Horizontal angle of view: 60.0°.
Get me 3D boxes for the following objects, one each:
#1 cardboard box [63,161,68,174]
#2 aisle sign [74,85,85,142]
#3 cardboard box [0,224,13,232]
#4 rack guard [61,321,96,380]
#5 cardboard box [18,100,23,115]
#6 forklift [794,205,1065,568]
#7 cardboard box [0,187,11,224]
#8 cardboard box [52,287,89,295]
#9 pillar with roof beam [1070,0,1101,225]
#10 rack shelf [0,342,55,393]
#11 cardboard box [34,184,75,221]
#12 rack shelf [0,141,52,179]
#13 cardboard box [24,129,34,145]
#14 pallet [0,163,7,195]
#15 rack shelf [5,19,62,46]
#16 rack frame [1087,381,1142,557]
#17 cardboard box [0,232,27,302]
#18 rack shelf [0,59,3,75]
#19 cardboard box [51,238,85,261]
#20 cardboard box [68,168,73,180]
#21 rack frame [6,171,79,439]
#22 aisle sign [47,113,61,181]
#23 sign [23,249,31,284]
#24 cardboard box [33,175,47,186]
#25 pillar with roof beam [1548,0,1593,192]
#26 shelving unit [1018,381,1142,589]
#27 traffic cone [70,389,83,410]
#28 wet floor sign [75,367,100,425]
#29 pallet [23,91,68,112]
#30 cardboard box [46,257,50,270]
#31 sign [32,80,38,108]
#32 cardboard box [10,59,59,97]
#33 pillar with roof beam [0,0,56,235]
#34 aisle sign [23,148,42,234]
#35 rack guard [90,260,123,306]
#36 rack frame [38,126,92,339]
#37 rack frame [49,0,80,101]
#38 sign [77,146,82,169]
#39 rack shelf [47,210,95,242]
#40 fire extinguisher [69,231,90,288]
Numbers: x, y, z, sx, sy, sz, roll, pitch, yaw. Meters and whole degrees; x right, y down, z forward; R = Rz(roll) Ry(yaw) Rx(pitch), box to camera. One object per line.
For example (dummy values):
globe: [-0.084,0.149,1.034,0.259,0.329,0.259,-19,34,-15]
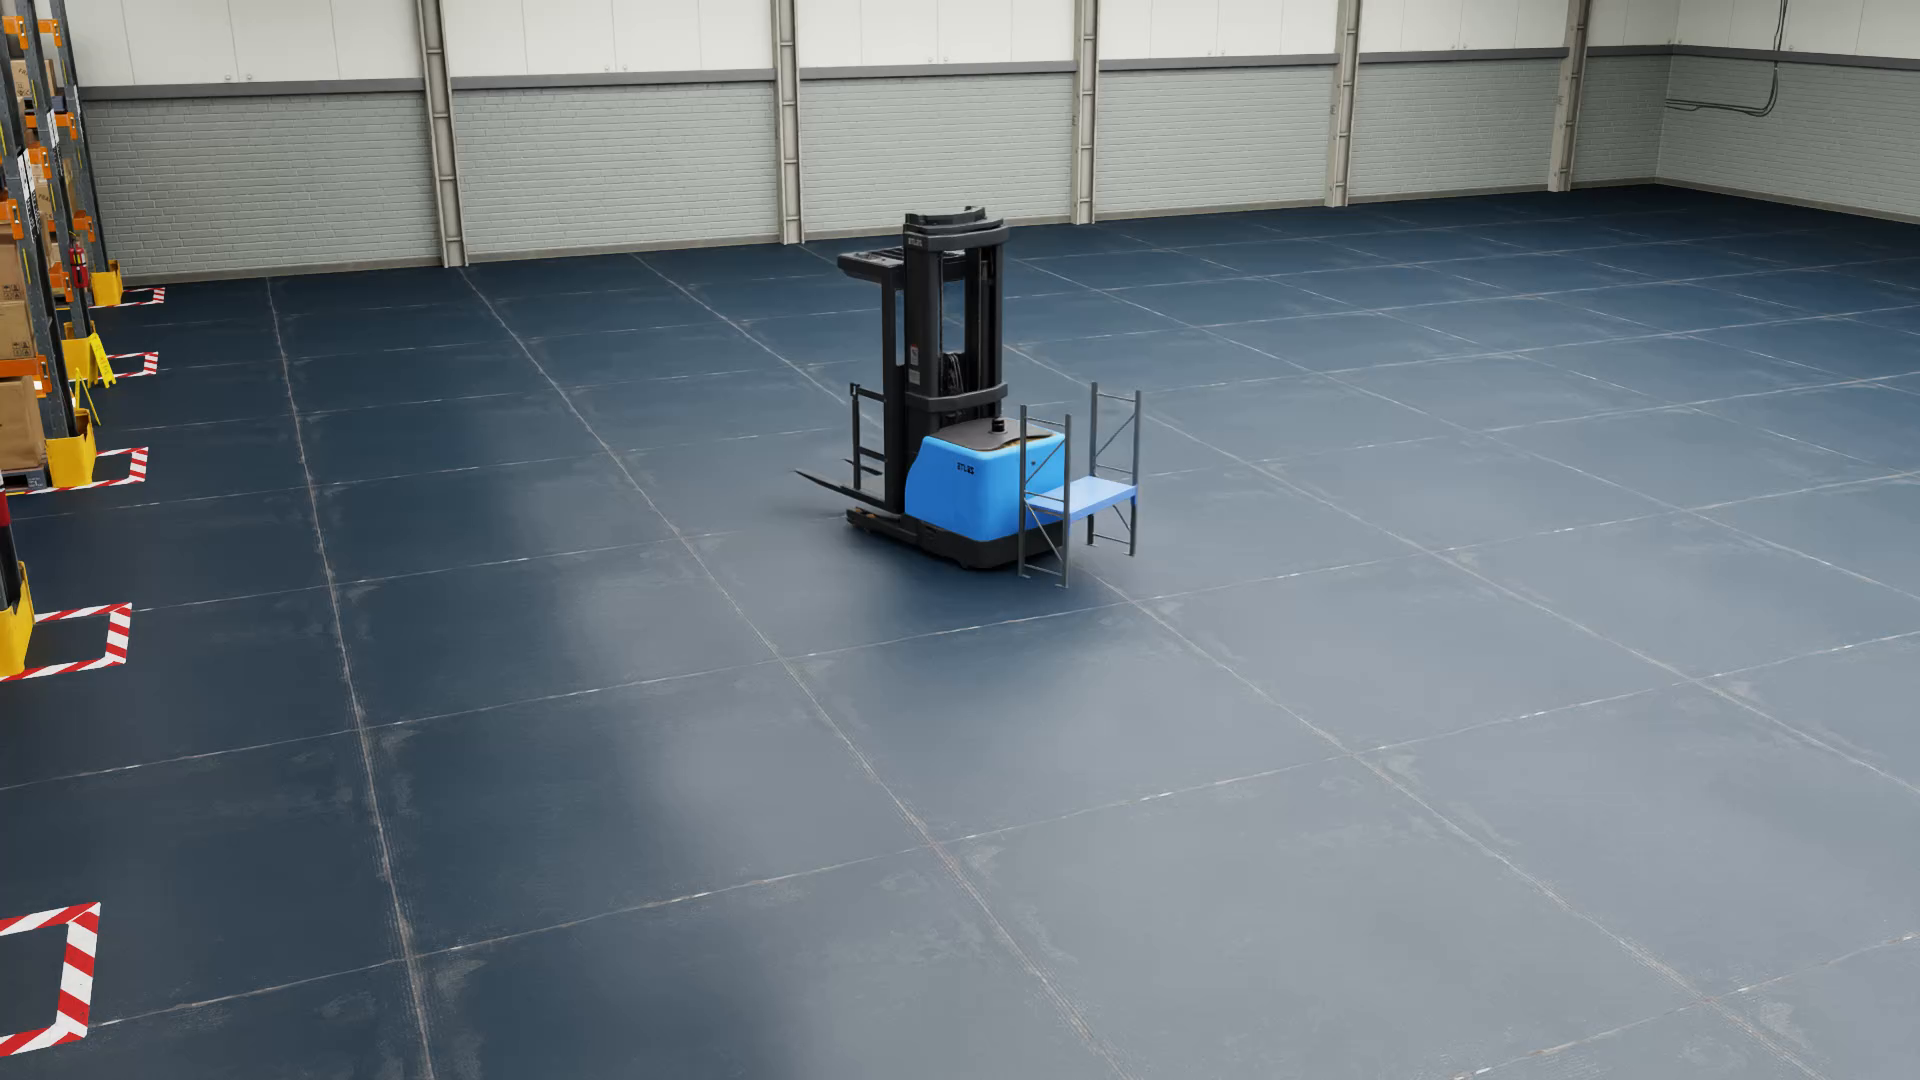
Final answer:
cardboard box: [-13.364,-5.509,24.611,0.250,0.149,0.380,-8,21,-22]
aisle sign: [-12.941,-6.273,24.439,0.004,0.787,0.394,-8,21,-22]
cardboard box: [-11.538,-3.646,20.296,0.500,0.500,0.500,-9,21,-23]
rack guard: [-11.218,-2.425,21.190,0.348,0.500,1.175,-8,21,-22]
cardboard box: [-11.342,-5.152,19.832,0.250,0.149,0.380,-8,21,-21]
forklift: [-0.395,-1.553,15.054,1.130,2.935,3.031,-16,25,-38]
cardboard box: [-11.531,-4.140,20.191,0.500,0.500,0.700,-9,21,-23]
cardboard box: [-13.424,-3.870,25.039,0.500,0.250,0.500,-8,21,-22]
pillar with roof beam: [4.118,-9.196,27.622,0.400,9.000,9.100,-8,21,-22]
rack shelf: [-10.932,-1.516,15.926,4.000,0.370,1.077,-8,21,-22]
cardboard box: [-13.466,-5.030,24.673,0.500,0.500,0.500,-9,21,-23]
rack shelf: [-12.985,-4.427,19.677,4.000,0.370,1.077,-8,21,-22]
cardboard box: [-11.582,-4.966,20.504,0.250,0.149,0.380,-8,21,-22]
pallet: [-9.772,-3.390,15.784,1.213,0.211,1.003,-8,21,-22]
rack shelf: [-14.955,-7.166,23.543,4.000,0.370,1.077,-8,21,-22]
rack frame: [1.346,-0.617,14.550,0.500,1.500,0.032,15,25,37]
cardboard box: [-9.451,-2.661,16.245,0.550,0.550,0.875,-8,21,-22]
rack shelf: [-10.932,-4.157,14.996,4.000,0.370,1.077,-8,21,-22]
cardboard box: [-13.417,-4.344,24.880,0.500,0.250,0.500,-7,21,-20]
cardboard box: [-13.532,-5.515,25.075,0.250,0.149,0.380,-9,21,-23]
rack frame: [-9.095,-2.118,16.554,0.127,3.000,1.000,-8,21,-22]
aisle sign: [-10.977,-4.760,20.144,0.004,0.787,0.394,-8,21,-22]
sign: [-8.893,-2.609,15.847,0.005,0.325,0.100,-8,21,-22]
cardboard box: [-13.548,-5.307,24.483,0.250,0.149,0.380,-8,21,-21]
pillar with roof beam: [15.137,-10.774,32.105,0.400,9.000,9.100,-8,21,-22]
shelving unit: [1.024,-0.487,14.180,0.538,1.500,1.048,15,25,37]
traffic cone: [-10.281,-1.674,19.112,0.334,0.463,0.336,-8,21,-22]
wet floor sign: [-9.853,-1.615,18.671,0.232,0.644,0.267,-12,23,-31]
pallet: [-13.778,-6.415,24.376,1.213,0.211,1.003,-8,21,-22]
cardboard box: [-11.407,-3.381,20.520,0.250,0.149,0.380,-7,21,-20]
sign: [-10.947,-5.275,19.670,0.005,0.325,0.100,-8,21,-22]
cardboard box: [-13.428,-6.702,24.123,0.500,0.500,0.500,-7,21,-20]
pillar with roof beam: [-12.409,-6.828,20.897,0.400,9.000,9.100,-8,21,-22]
aisle sign: [-9.149,-3.445,16.409,0.004,0.787,0.394,-8,21,-22]
rack guard: [-13.096,-3.952,25.525,0.348,0.500,1.175,-8,21,-22]
rack frame: [-11.149,-3.614,20.803,0.127,3.000,1.000,-8,21,-22]
rack frame: [-13.118,-7.957,24.105,0.127,3.000,1.000,-8,21,-22]
sign: [-12.916,-5.618,24.394,0.005,0.325,0.100,-8,21,-22]
rack shelf: [-14.955,-4.525,24.473,4.000,0.370,1.077,-8,21,-22]
fire extinguisher: [-10.861,-3.452,20.460,0.183,0.674,0.296,-8,21,-22]
